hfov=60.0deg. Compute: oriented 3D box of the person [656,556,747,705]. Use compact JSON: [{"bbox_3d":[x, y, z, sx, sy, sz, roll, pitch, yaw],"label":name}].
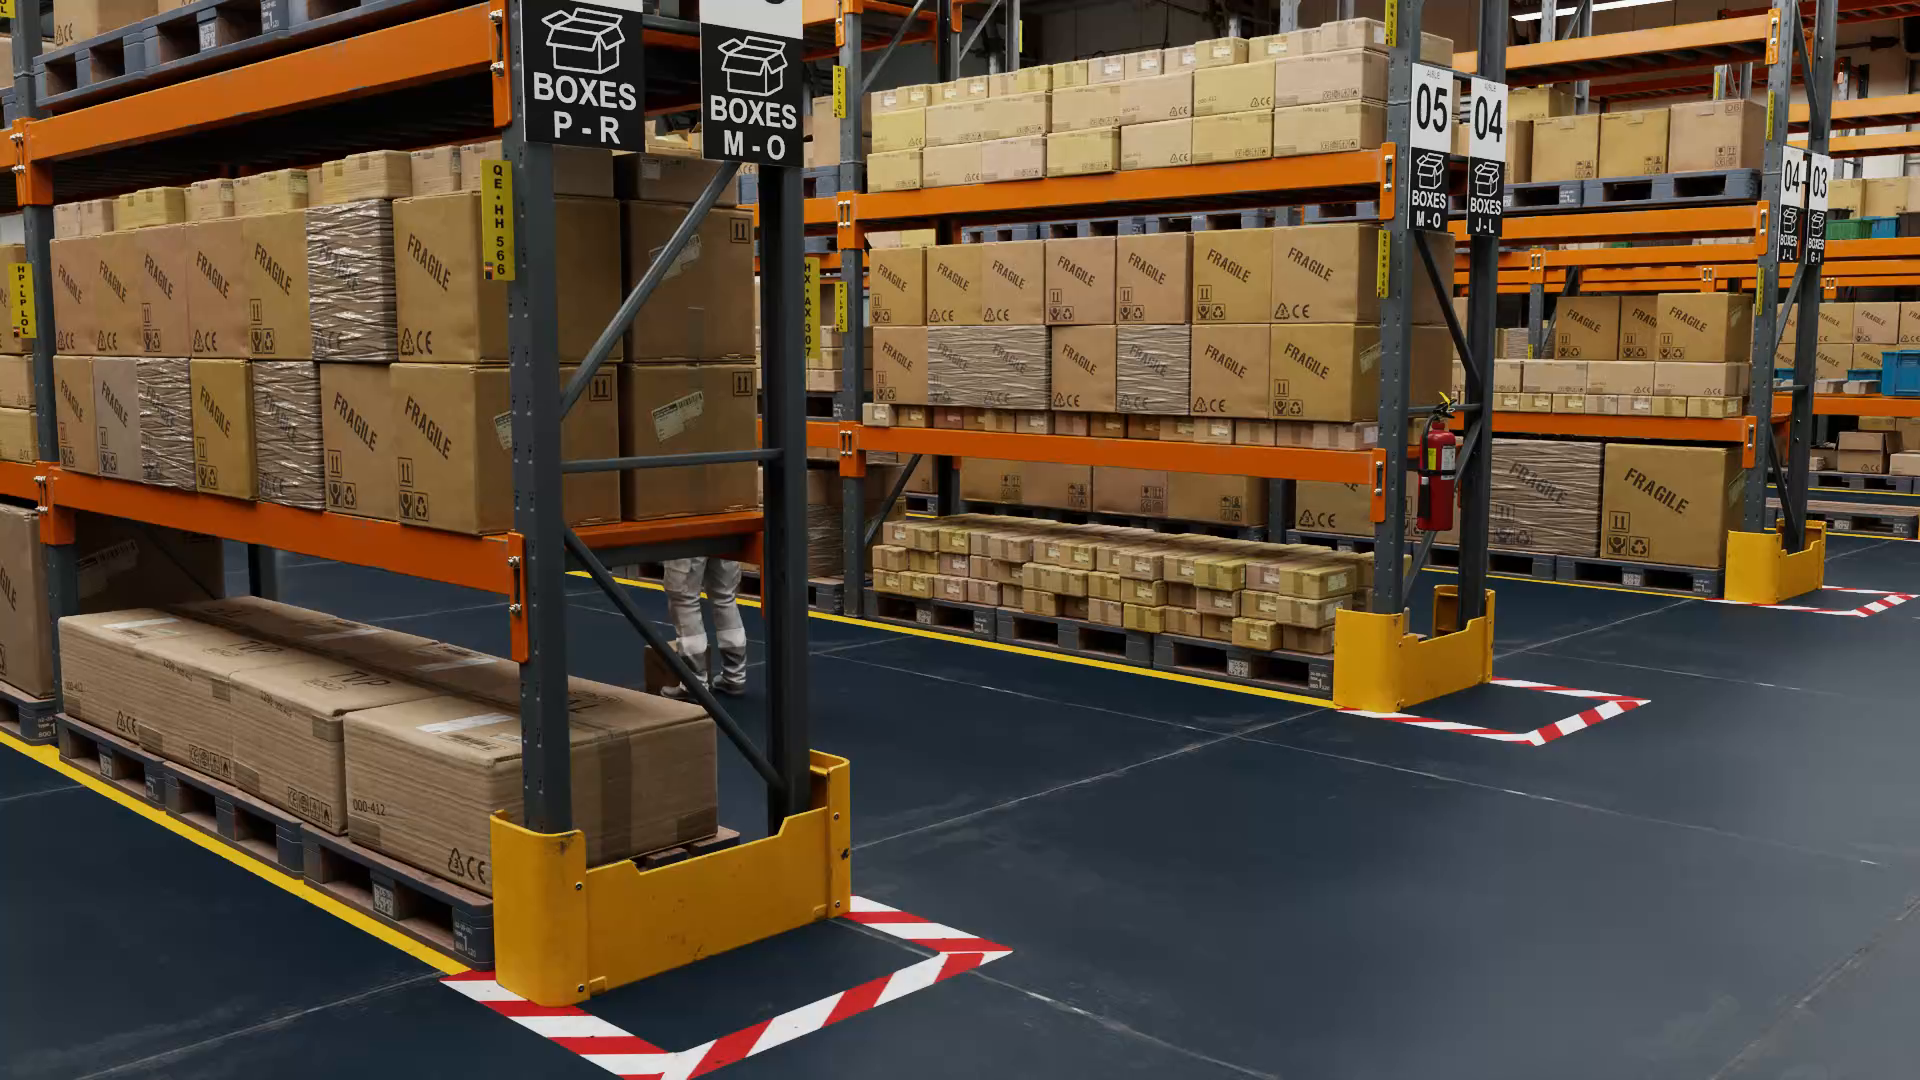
[{"bbox_3d":[-1.354,-0.051,8.615,0.453,1.778,0.615,6,9,40],"label":"person"}]
